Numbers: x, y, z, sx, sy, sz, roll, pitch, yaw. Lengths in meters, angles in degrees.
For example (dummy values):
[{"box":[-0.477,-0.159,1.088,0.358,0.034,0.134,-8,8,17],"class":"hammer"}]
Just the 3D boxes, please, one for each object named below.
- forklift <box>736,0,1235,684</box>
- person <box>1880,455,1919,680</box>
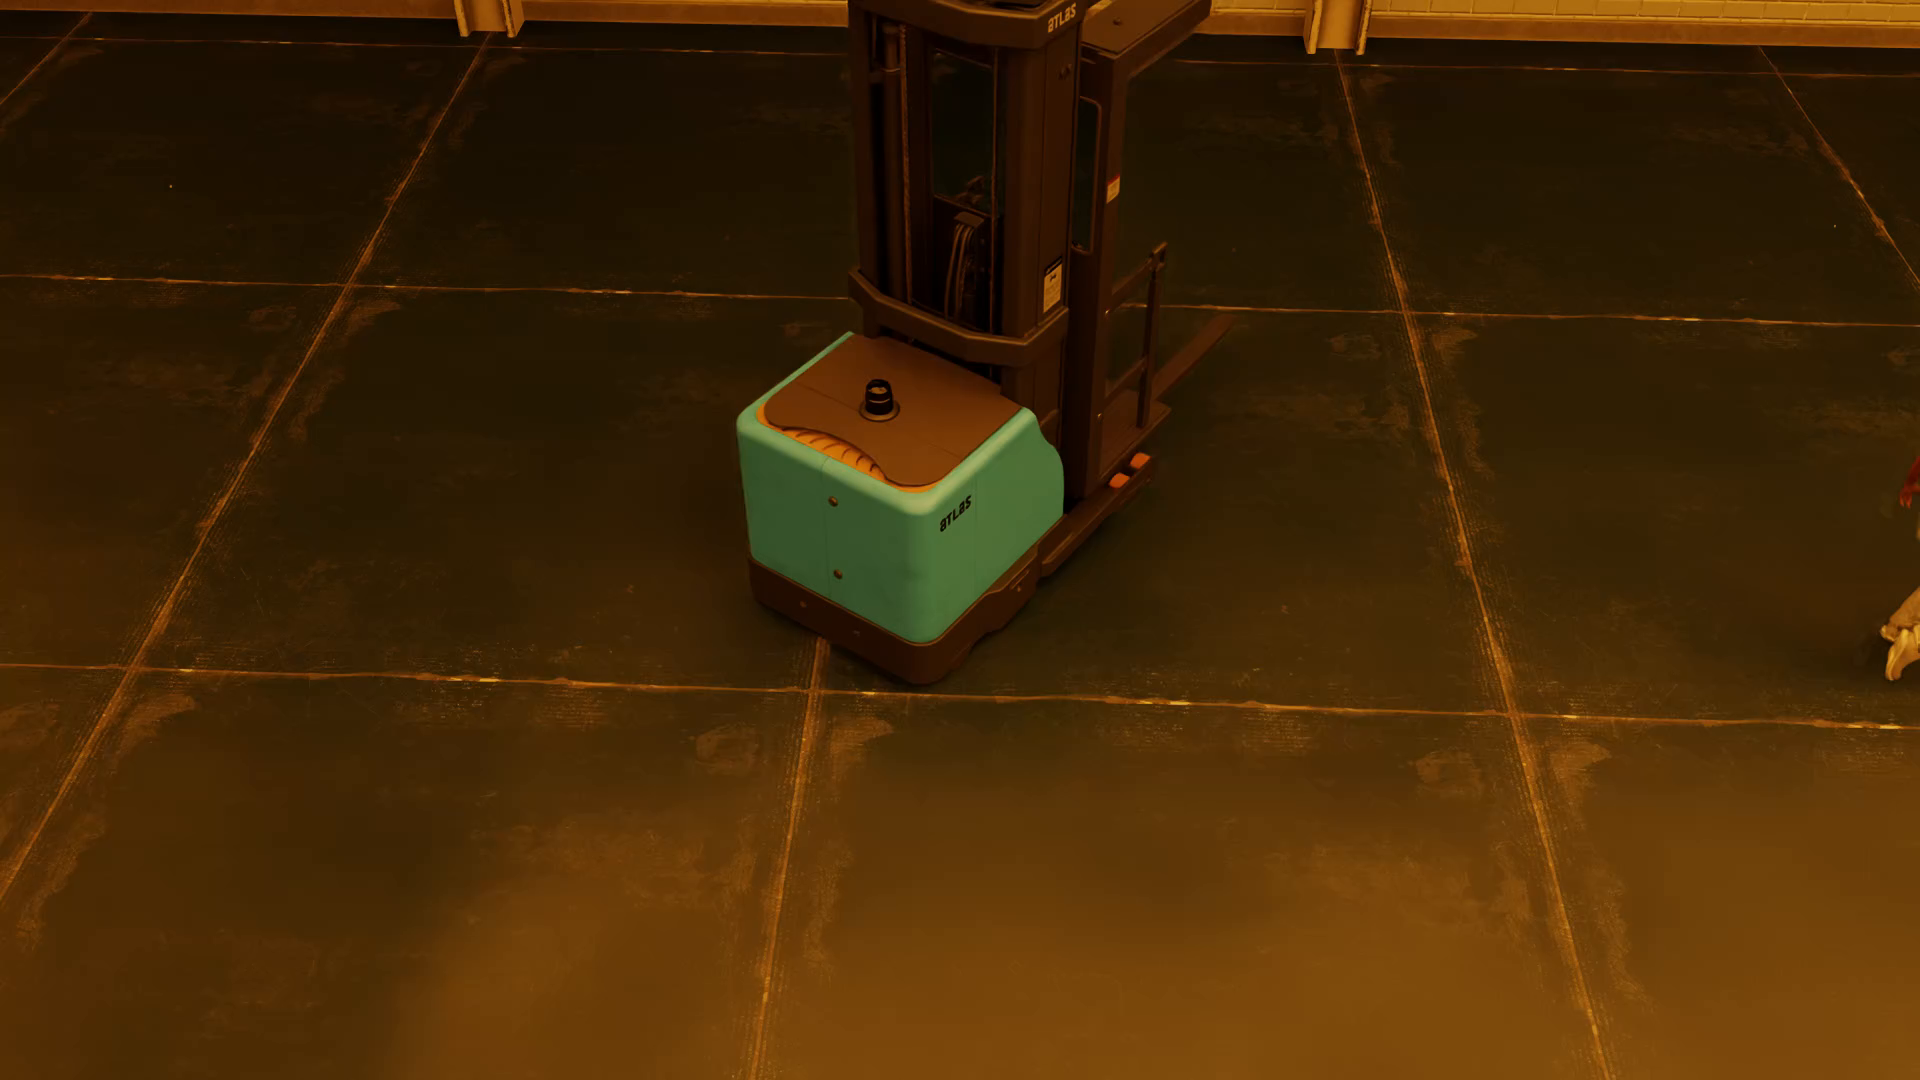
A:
[{"box":[0.319,-1.415,7.293,1.130,2.935,3.031,26,48,26],"class":"forklift"},{"box":[4.233,-0.036,6.897,0.619,1.455,0.746,-22,47,-22],"class":"person"}]
